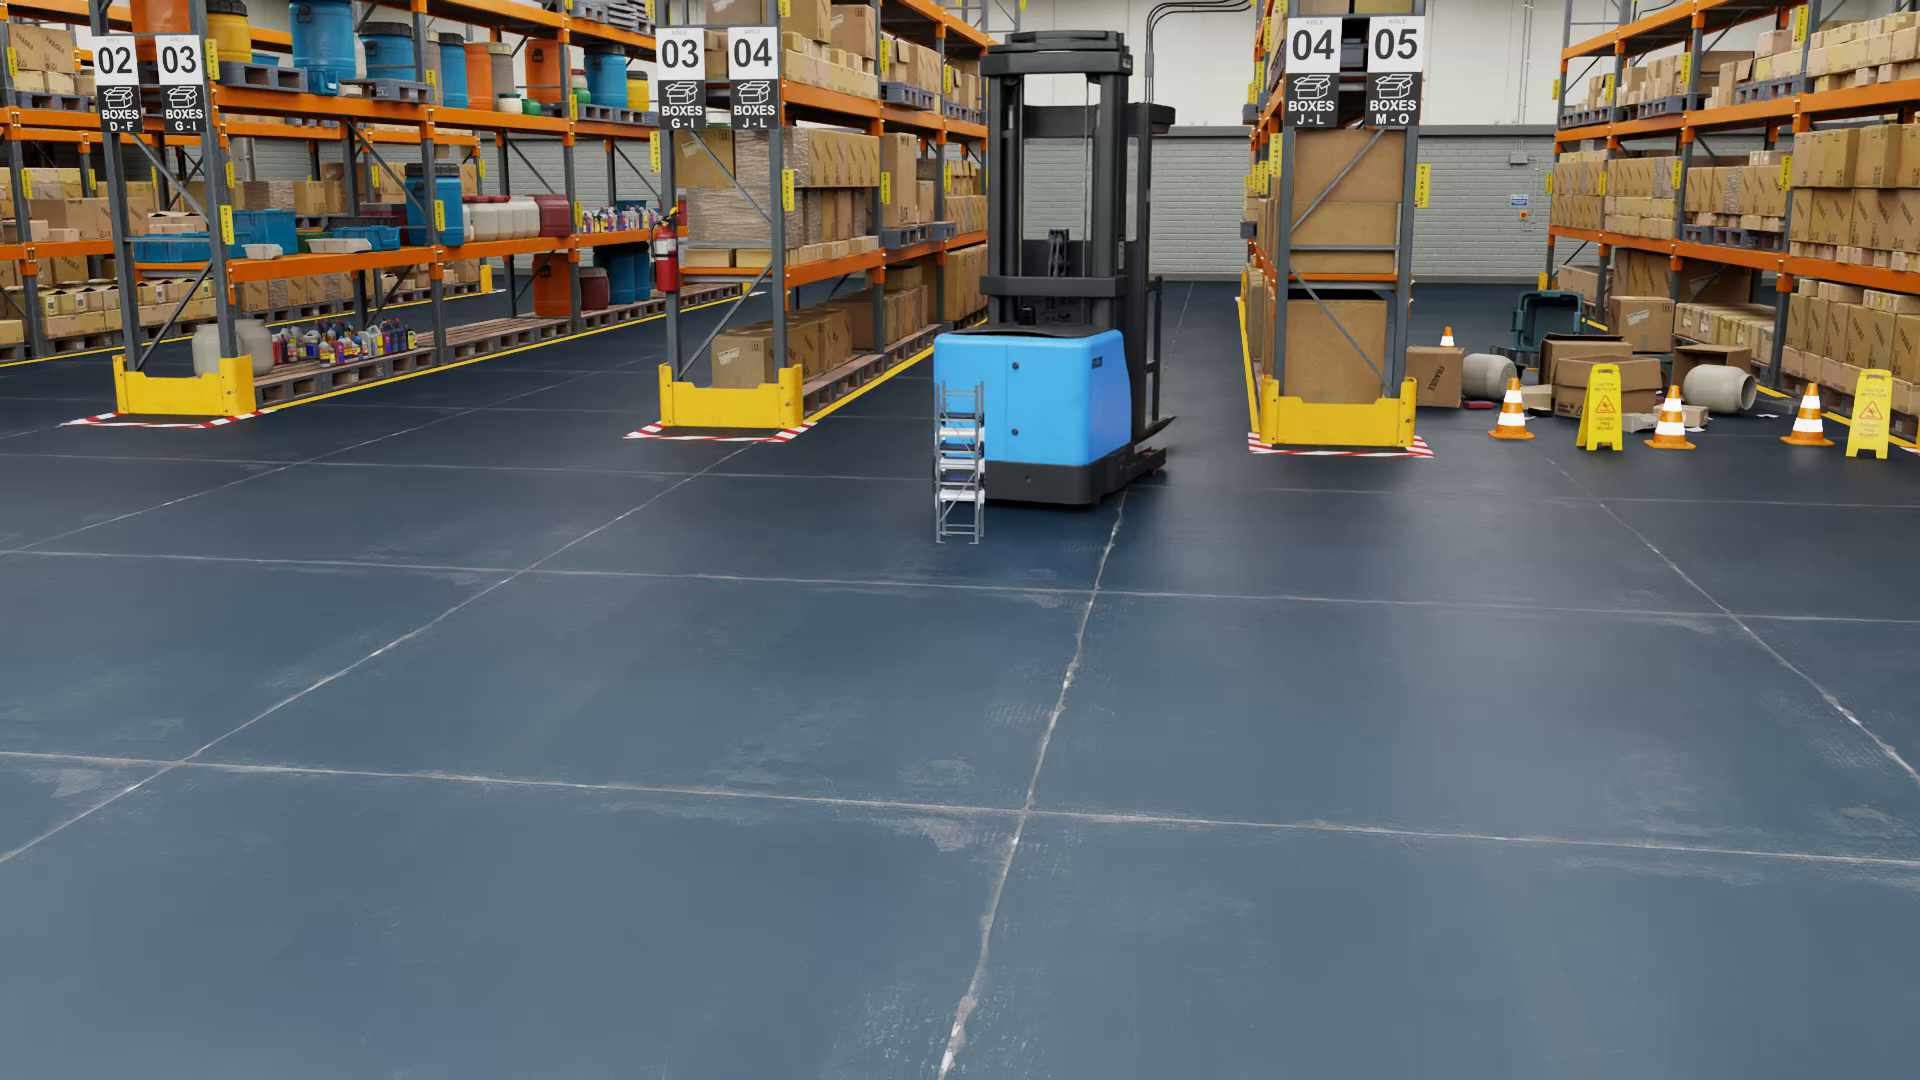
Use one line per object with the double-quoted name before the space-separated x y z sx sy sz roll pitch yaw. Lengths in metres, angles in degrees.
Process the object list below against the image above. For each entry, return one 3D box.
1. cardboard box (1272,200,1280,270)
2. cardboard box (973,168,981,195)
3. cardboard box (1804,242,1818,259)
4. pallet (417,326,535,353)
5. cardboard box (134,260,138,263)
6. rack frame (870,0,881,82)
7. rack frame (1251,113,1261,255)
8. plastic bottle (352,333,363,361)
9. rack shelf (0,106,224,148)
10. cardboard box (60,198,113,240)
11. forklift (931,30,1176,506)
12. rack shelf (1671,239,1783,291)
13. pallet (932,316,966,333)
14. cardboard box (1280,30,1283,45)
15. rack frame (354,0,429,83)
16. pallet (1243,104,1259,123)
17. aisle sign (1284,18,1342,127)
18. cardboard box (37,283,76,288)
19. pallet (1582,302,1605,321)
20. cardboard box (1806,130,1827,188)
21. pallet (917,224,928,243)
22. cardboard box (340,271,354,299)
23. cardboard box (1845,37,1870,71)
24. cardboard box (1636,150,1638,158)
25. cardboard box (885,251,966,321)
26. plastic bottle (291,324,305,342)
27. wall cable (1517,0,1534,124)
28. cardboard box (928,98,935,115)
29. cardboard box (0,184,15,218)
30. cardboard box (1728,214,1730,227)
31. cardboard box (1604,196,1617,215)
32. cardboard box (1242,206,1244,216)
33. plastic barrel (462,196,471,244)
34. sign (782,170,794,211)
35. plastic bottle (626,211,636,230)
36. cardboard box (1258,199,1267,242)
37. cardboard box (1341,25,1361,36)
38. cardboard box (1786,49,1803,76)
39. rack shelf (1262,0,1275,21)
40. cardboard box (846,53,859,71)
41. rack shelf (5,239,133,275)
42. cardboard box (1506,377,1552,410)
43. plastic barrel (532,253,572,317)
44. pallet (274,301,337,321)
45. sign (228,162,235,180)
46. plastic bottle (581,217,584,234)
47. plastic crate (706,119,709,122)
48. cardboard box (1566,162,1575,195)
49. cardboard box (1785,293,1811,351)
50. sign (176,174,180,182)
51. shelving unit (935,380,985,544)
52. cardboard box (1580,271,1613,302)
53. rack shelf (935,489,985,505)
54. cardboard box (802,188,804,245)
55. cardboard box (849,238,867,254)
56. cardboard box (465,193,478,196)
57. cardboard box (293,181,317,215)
"cardboard box" 3.030 -2.510 13.666 0.875 0.550 0.550 2 12 9
"cardboard box" 0.241 -5.453 25.546 0.500 0.500 0.500 2 12 9
"cardboard box" 8.123 -2.704 15.518 0.380 0.149 0.250 2 12 10
"pallet" -5.942 -2.474 20.474 1.003 0.211 1.213 2 12 9
"cardboard box" -14.472 -4.645 28.862 0.700 0.500 0.500 2 12 8
"rack frame" -1.316 -6.190 16.857 1.000 3.000 0.127 2 12 9
"rack frame" 4.800 -4.741 24.374 1.000 3.000 0.127 2 12 9
"plastic bottle" -6.139 -1.968 16.939 0.097 0.271 0.097 0 12 0
"rack shelf" -10.796 -5.110 20.674 1.077 0.370 4.000 2 12 9
"cardboard box" -10.811 -4.002 20.704 0.500 0.500 0.500 2 12 9
"forklift" 0.819 -1.909 11.396 1.130 2.935 3.031 5 13 20
"rack shelf" 8.784 -3.001 18.007 1.077 0.370 4.000 2 12 9
"pallet" -0.505 -2.889 22.397 1.003 0.211 1.213 2 12 9
"cardboard box" 2.710 -3.974 13.053 0.380 0.149 0.250 2 12 9
"rack frame" -6.210 -6.351 17.602 1.000 3.000 0.127 2 12 9
"pallet" 4.443 -5.775 22.495 1.213 0.211 1.003 2 12 9
"aisle sign" 2.647 -3.509 12.485 0.394 0.787 0.004 2 12 9
"cardboard box" -11.172 -3.021 20.588 0.500 0.311 0.500 2 12 8
"pallet" 9.901 -3.395 24.743 1.003 0.211 1.213 2 12 9
"cardboard box" 8.094 -3.429 14.970 0.700 0.500 0.500 2 12 9
"pallet" -0.964 -3.583 19.455 1.003 0.211 1.213 2 12 9
"cardboard box" -9.750 -4.023 25.931 0.500 0.500 0.500 2 12 9
"cardboard box" 7.978 -4.181 14.303 0.500 0.250 0.500 2 12 9
"cardboard box" 10.033 -5.622 24.312 0.380 0.149 0.250 2 12 8
"cardboard box" -0.574 -3.400 22.196 1.225 0.875 0.875 1 12 6
"plastic bottle" -6.838 -2.056 17.157 0.144 0.351 0.185 2 12 8
"wall cable" 10.918 -9.560 32.495 0.463 3.000 0.029 2 12 9
"cardboard box" -0.594 -5.273 20.076 0.500 0.250 0.500 2 12 8
"cardboard box" -14.817 -5.189 25.462 0.500 0.500 0.500 2 12 10
"cardboard box" 8.666 -3.508 18.248 0.380 0.149 0.250 2 12 11
"cardboard box" 9.360 -4.691 23.307 0.500 0.250 0.500 2 12 7
"cardboard box" 4.285 -4.757 24.044 0.380 0.149 0.250 1 12 6
"plastic barrel" -5.846 -3.677 19.111 0.433 0.535 0.433 0 12 0
"sign" -1.395 -2.831 13.453 0.100 0.325 0.005 2 12 9
"plastic bottle" -4.875 -4.721 24.575 0.152 0.276 0.135 2 12 9
"cardboard box" 3.696 -3.662 19.128 0.500 0.500 0.500 2 12 9
"cardboard box" 3.436 -4.339 13.802 0.500 0.250 0.500 2 12 8
"cardboard box" 8.423 -4.661 16.241 0.500 0.250 0.500 2 12 8
"rack shelf" 3.877 -5.878 18.064 1.077 0.370 4.000 2 12 9
"cardboard box" -1.182 -4.603 16.020 0.380 0.149 0.250 1 12 7
"rack shelf" -10.796 -3.644 20.990 1.077 0.370 4.000 2 12 9
"cardboard box" 5.125 -1.322 14.997 0.396 0.266 0.258 4 13 18
"plastic barrel" -5.536 -3.498 22.757 0.600 0.830 0.708 2 12 9
"pallet" -10.146 -3.456 25.030 1.003 0.211 1.213 2 12 9
"sign" -13.619 -6.898 31.073 0.100 0.325 0.005 2 12 9
"plastic bottle" -5.164 -4.291 22.589 0.097 0.271 0.097 0 12 0
"plastic crate" -4.699 -7.247 29.193 0.497 0.269 0.590 2 12 9
"cardboard box" 9.823 -5.666 26.055 0.500 0.500 0.500 2 12 8
"cardboard box" 8.119 -2.050 15.637 0.500 0.500 0.500 2 12 11
"sign" -14.701 -6.718 31.304 0.100 0.325 0.005 2 12 9
"shelving unit" 0.001 -0.442 9.406 0.258 0.900 0.210 2 12 9
"cardboard box" 10.046 -3.868 25.408 0.875 0.438 0.875 2 12 7
"rack shelf" 0.001 -0.233 9.451 0.258 0.077 0.200 2 12 9
"cardboard box" -1.861 -2.841 14.612 0.875 0.500 0.500 2 12 9
"cardboard box" -1.132 -2.923 16.533 0.380 0.149 0.250 2 12 9
"cardboard box" -9.058 -6.024 30.089 0.500 0.500 0.500 2 12 10
"cardboard box" -10.084 -5.129 24.939 0.700 0.500 0.500 -1 12 -6
